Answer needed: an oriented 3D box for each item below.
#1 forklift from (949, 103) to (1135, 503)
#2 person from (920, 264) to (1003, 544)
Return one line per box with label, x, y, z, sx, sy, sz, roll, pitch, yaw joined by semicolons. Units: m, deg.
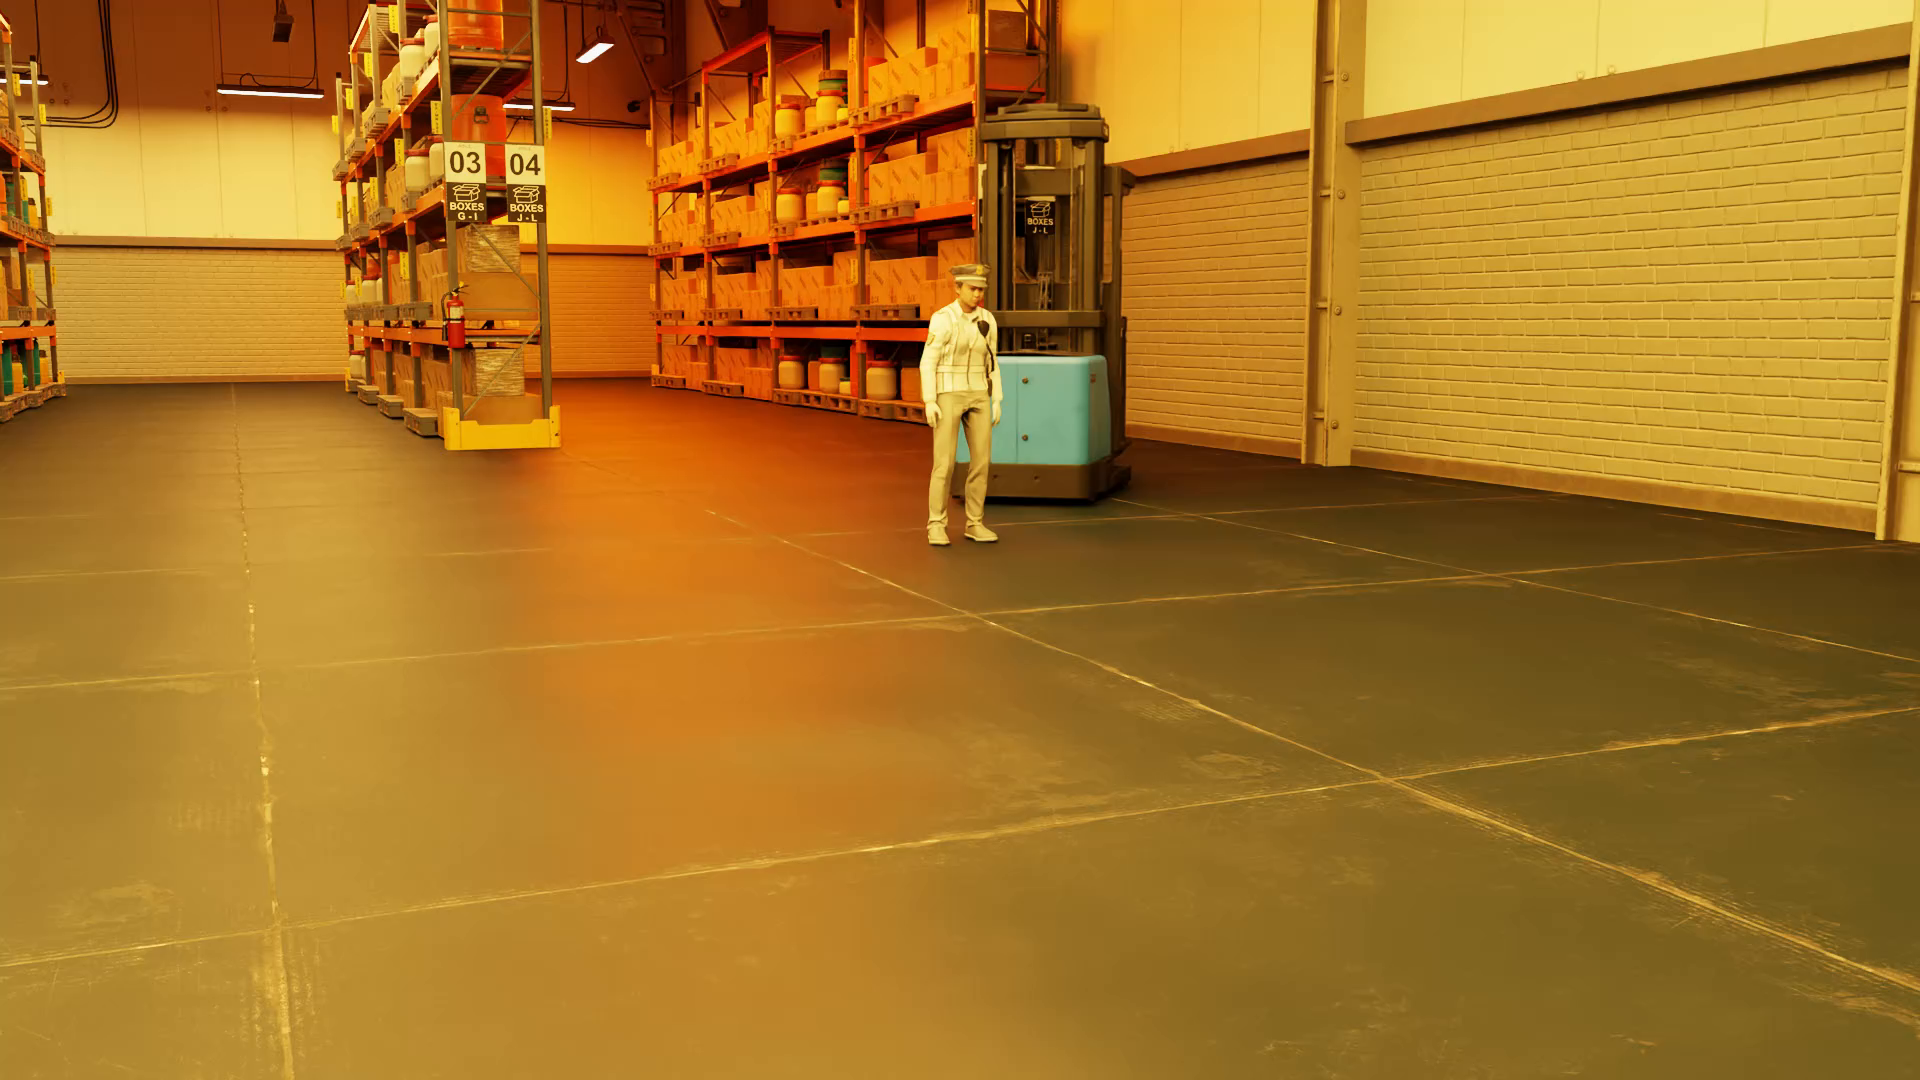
forklift;0.775;-1.880;13.201;1.130;2.935;3.031;2;8;14
person;0.021;-0.820;10.023;0.529;1.663;0.372;-4;8;-25
